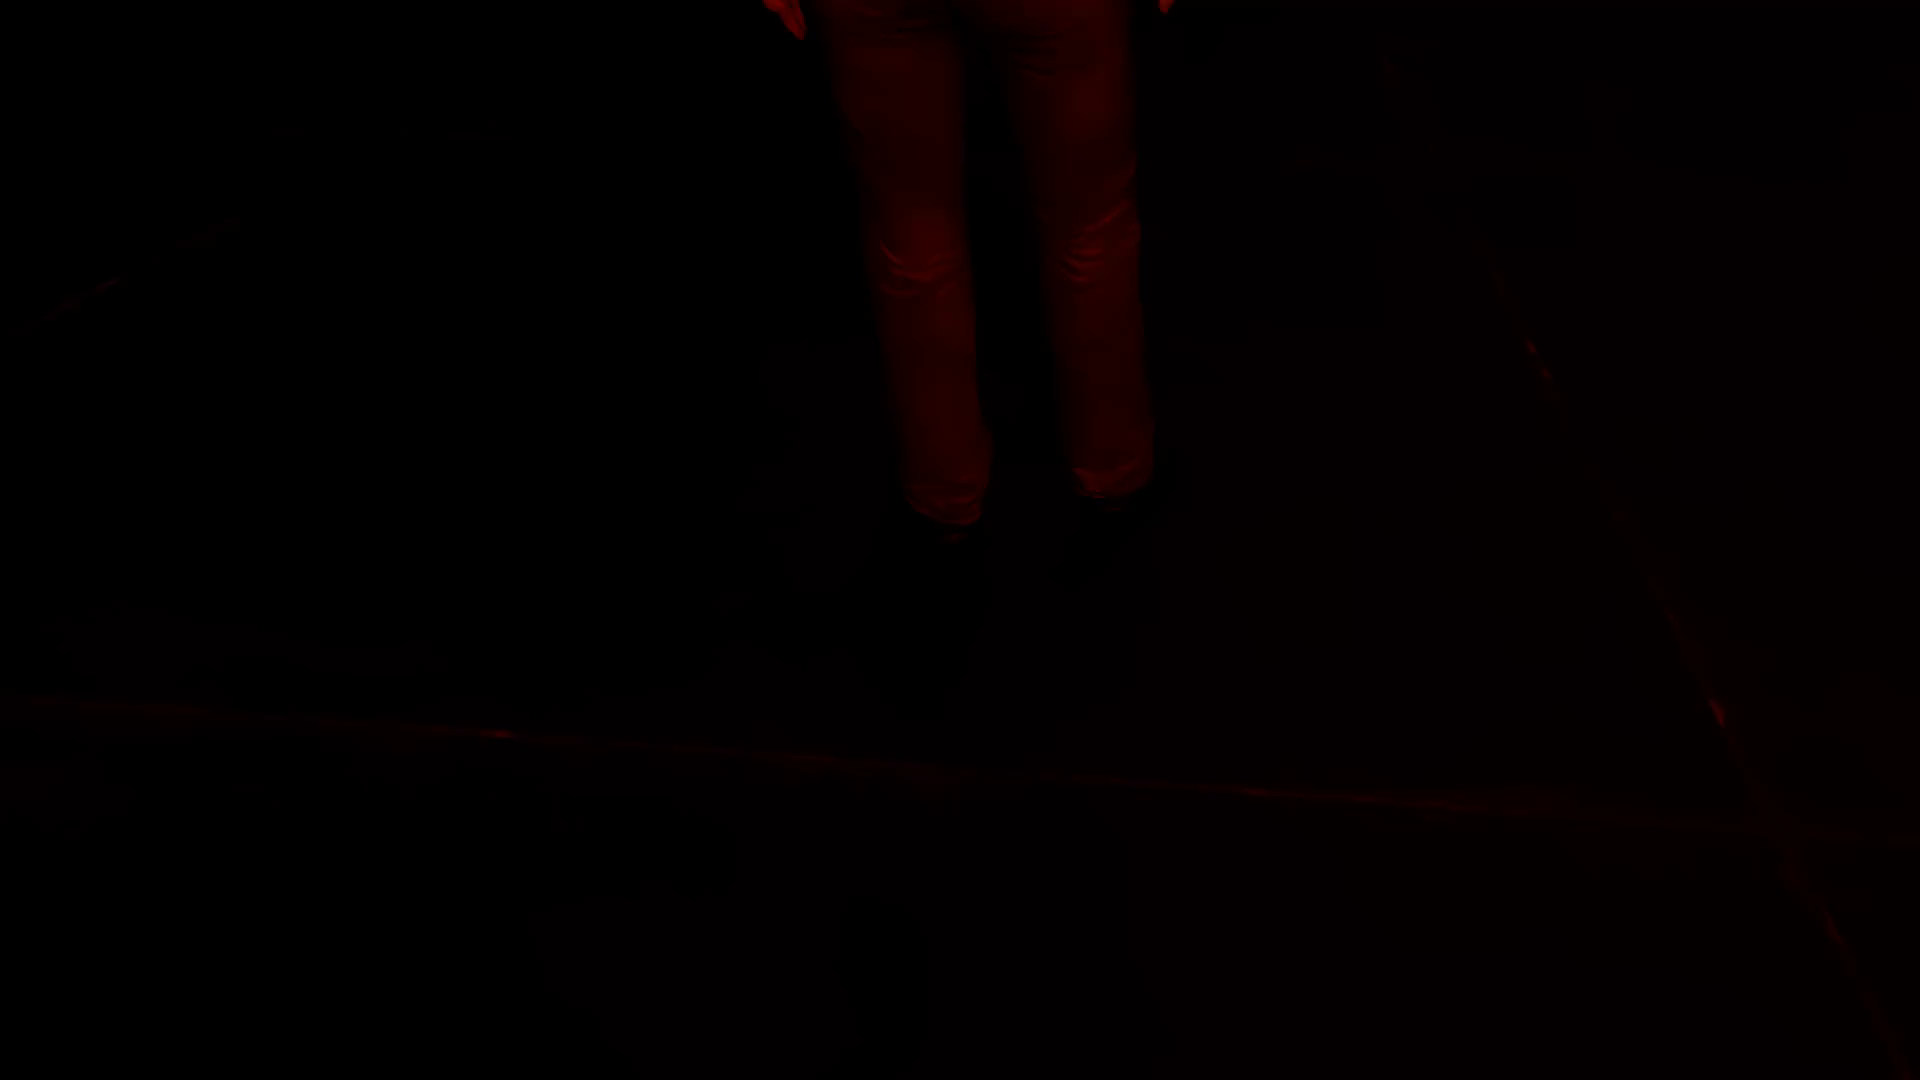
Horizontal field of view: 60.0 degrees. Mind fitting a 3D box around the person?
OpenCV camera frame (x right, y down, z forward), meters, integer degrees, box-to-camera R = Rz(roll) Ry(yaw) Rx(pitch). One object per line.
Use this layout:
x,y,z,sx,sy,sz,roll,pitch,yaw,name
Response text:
0.016,-0.804,2.167,0.632,1.720,0.567,3,27,7,person
